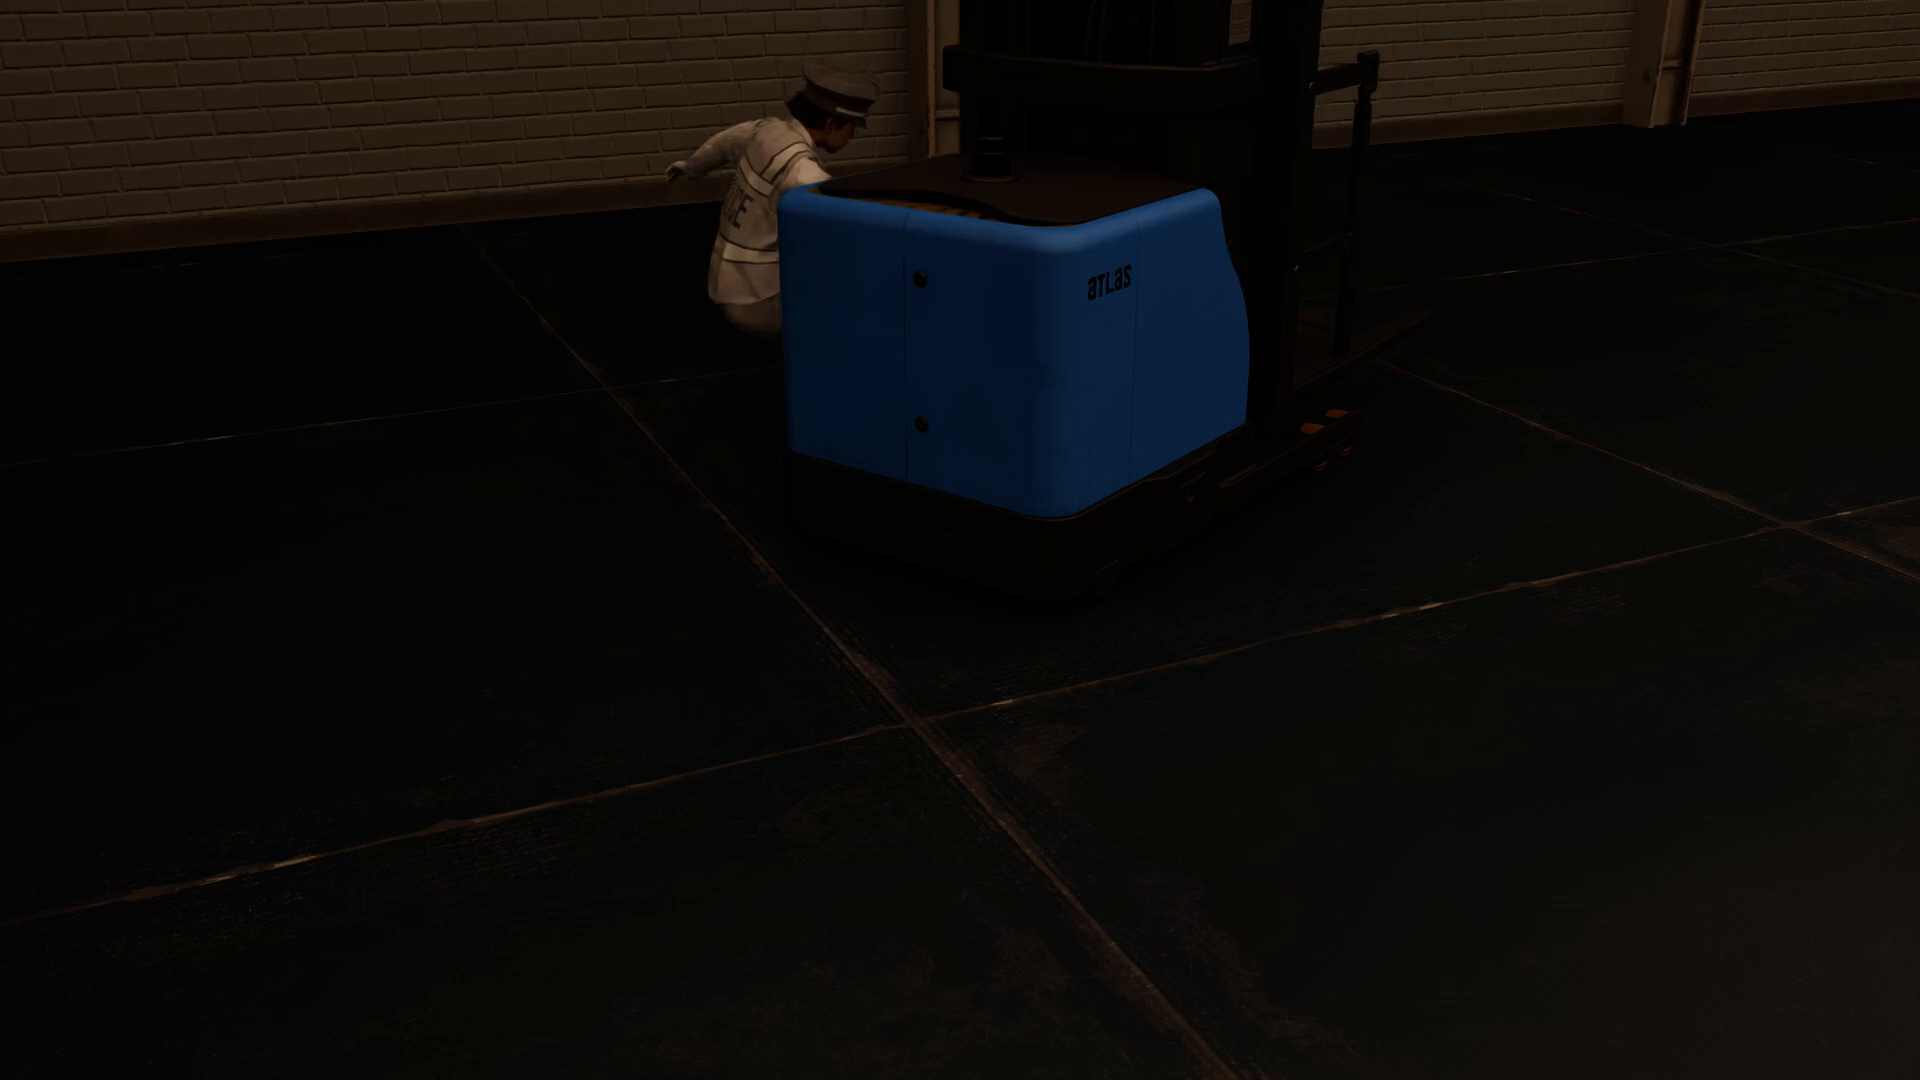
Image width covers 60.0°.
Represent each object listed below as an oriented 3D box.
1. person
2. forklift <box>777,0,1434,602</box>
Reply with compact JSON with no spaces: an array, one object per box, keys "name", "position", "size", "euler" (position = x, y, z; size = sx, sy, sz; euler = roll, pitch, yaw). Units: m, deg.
[{"name":"person","position":[-0.472,-0.905,5.593],"size":[0.888,1.384,1.116],"euler":[-6,23,-15]},{"name":"forklift","position":[0.752,-1.687,5.348],"size":[1.130,2.935,3.031],"euler":[16,27,34]}]
